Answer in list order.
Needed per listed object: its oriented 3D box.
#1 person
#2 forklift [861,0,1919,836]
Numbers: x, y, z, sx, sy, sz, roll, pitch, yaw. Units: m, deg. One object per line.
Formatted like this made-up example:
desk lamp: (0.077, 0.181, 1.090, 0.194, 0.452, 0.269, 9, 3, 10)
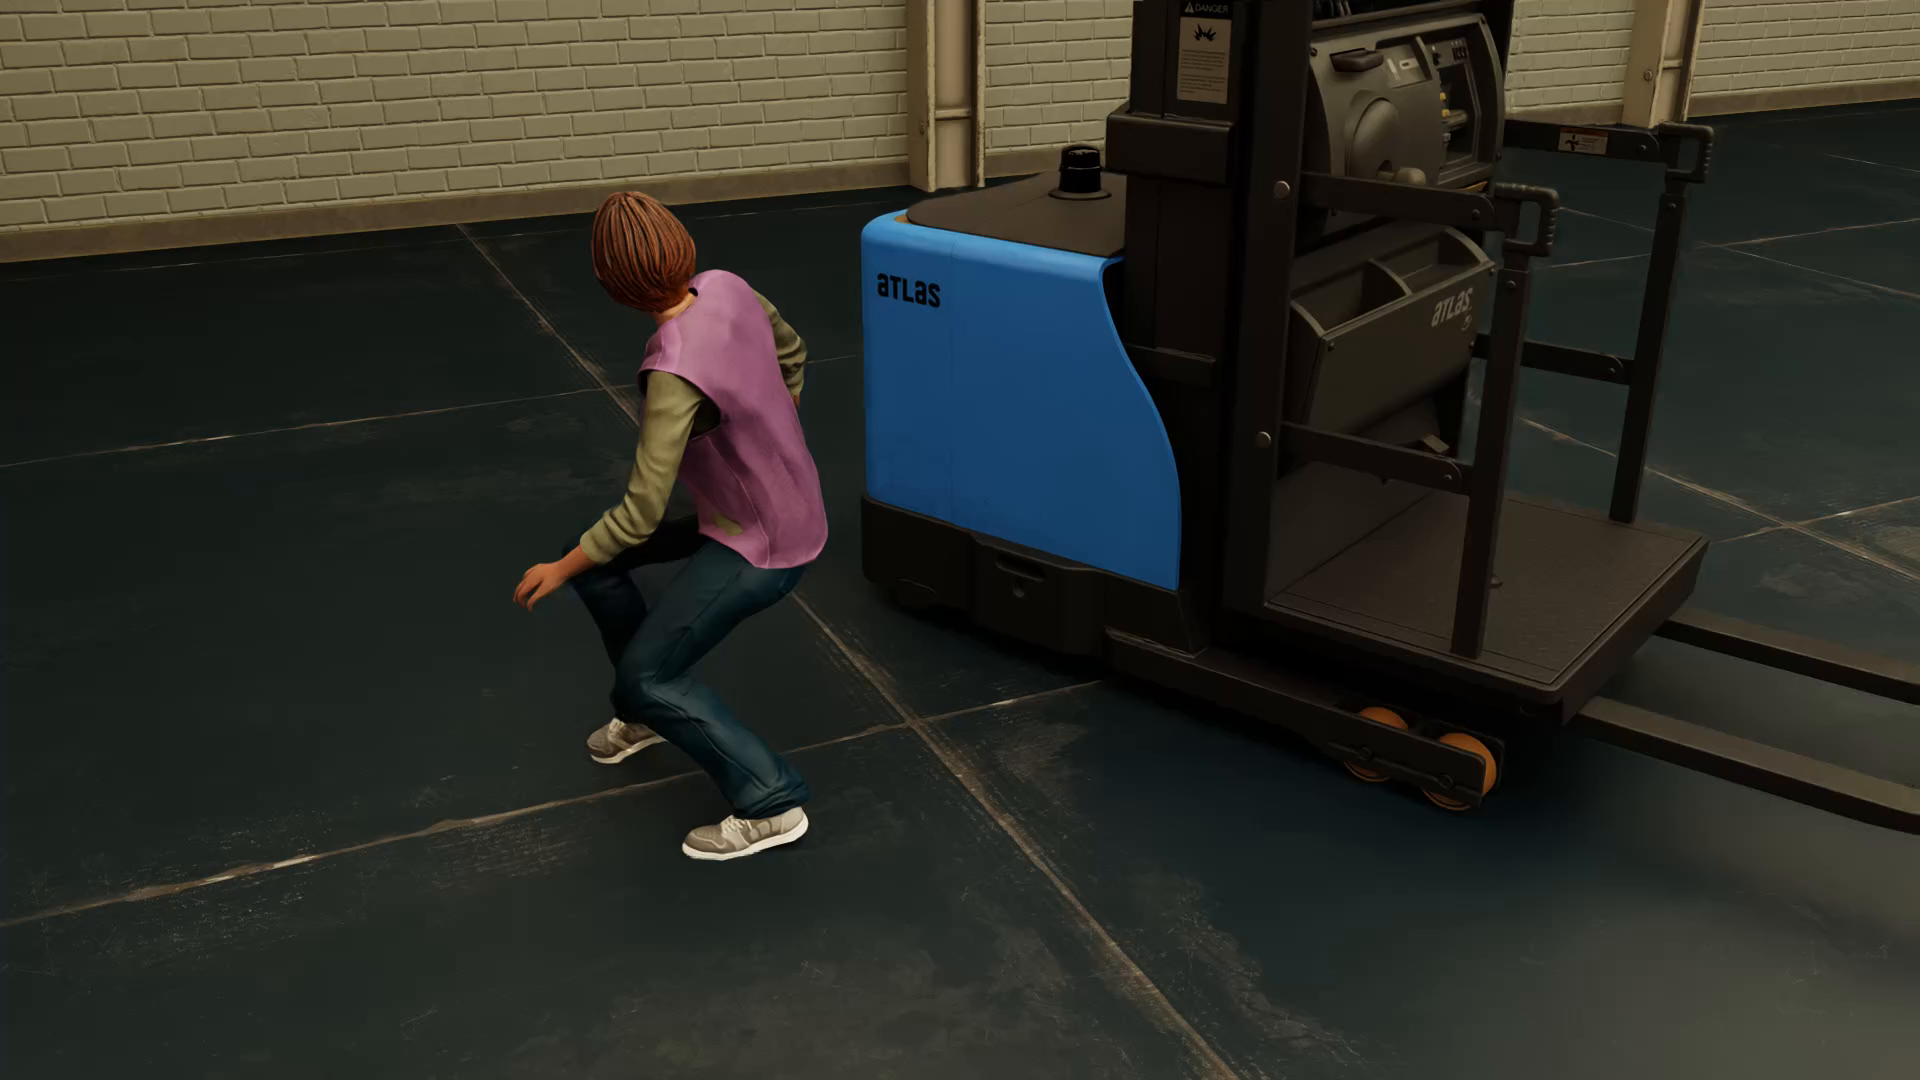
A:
person: (-0.594, -0.047, 3.463, 0.636, 1.390, 0.649, -2, 23, -6)
forklift: (1.190, -0.987, 3.662, 3.031, 2.935, 1.130, 17, 28, 35)
